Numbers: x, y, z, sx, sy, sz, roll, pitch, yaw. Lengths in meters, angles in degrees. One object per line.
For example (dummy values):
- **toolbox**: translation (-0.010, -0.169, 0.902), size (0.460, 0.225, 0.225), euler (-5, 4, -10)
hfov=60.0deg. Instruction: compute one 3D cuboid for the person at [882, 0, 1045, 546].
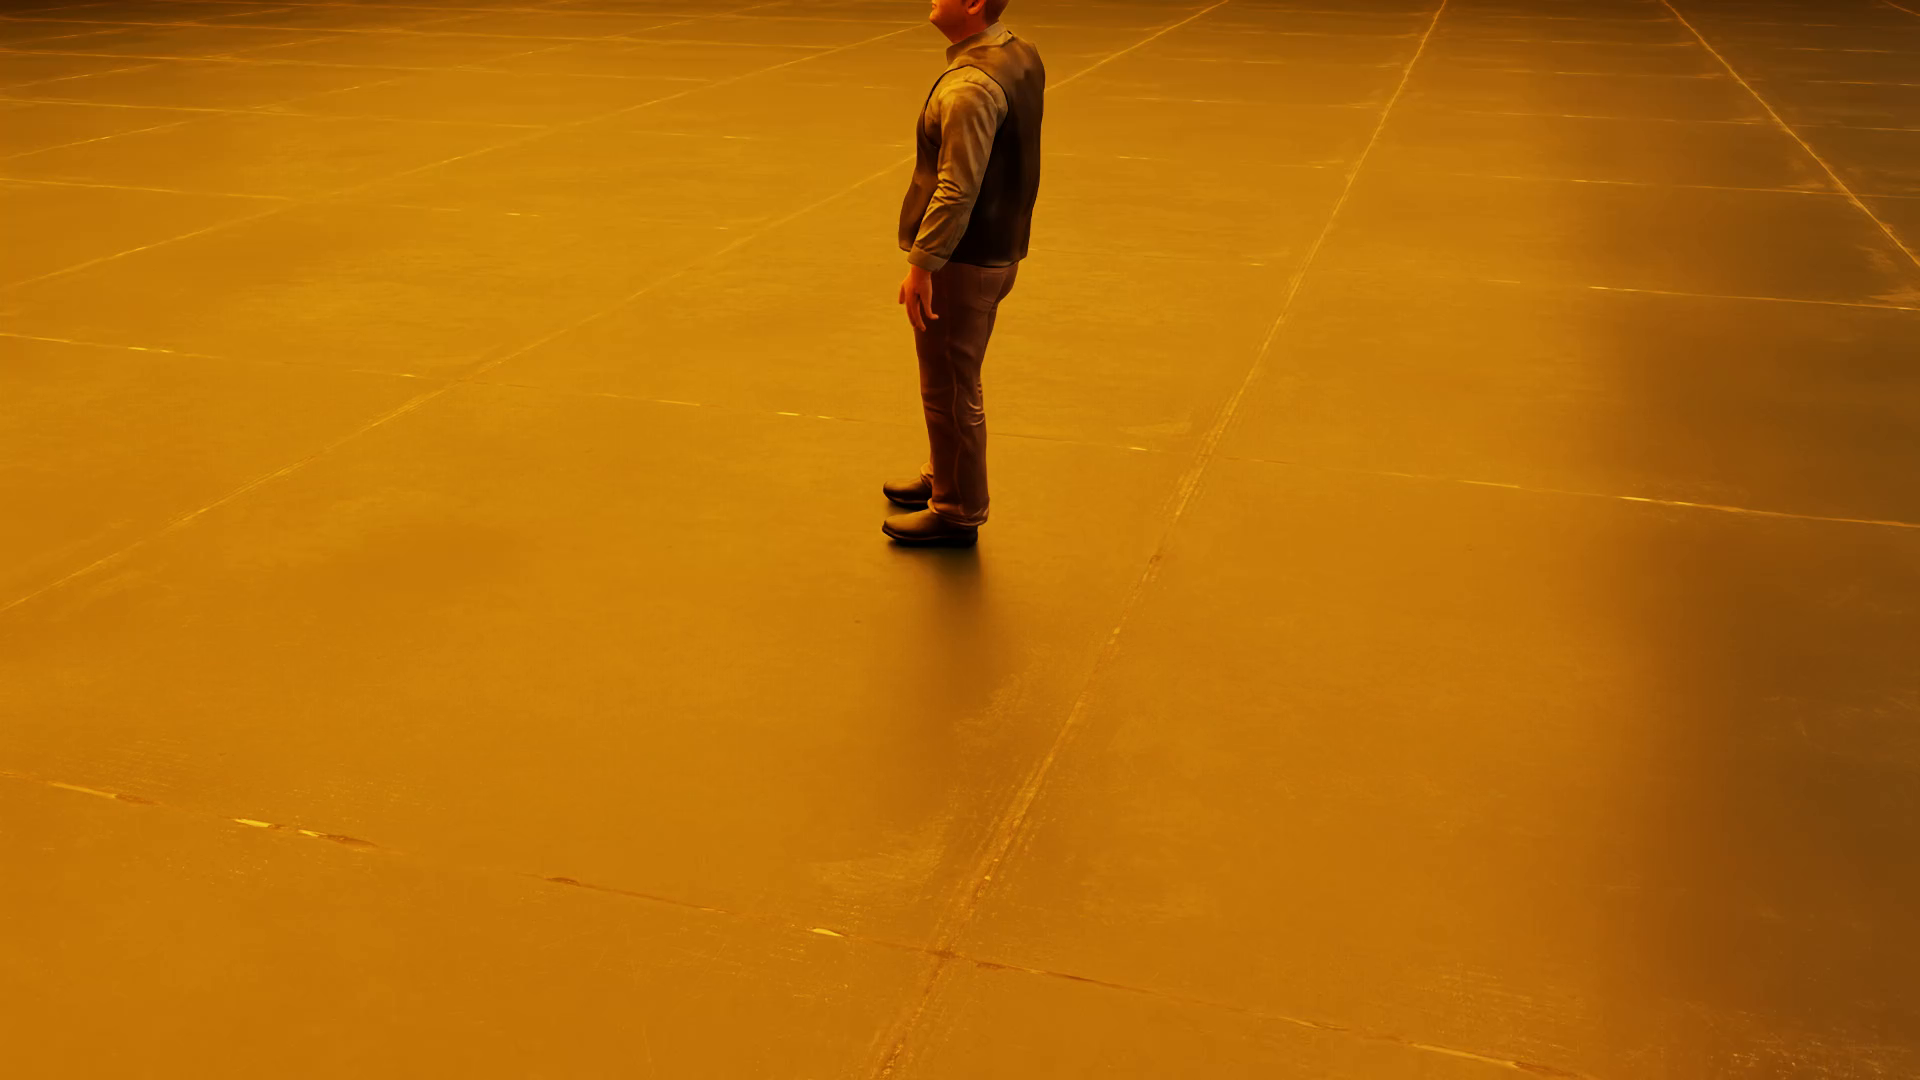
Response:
- **person**: translation (-0.056, -0.813, 4.814), size (0.568, 1.720, 0.632), euler (7, 23, 16)
